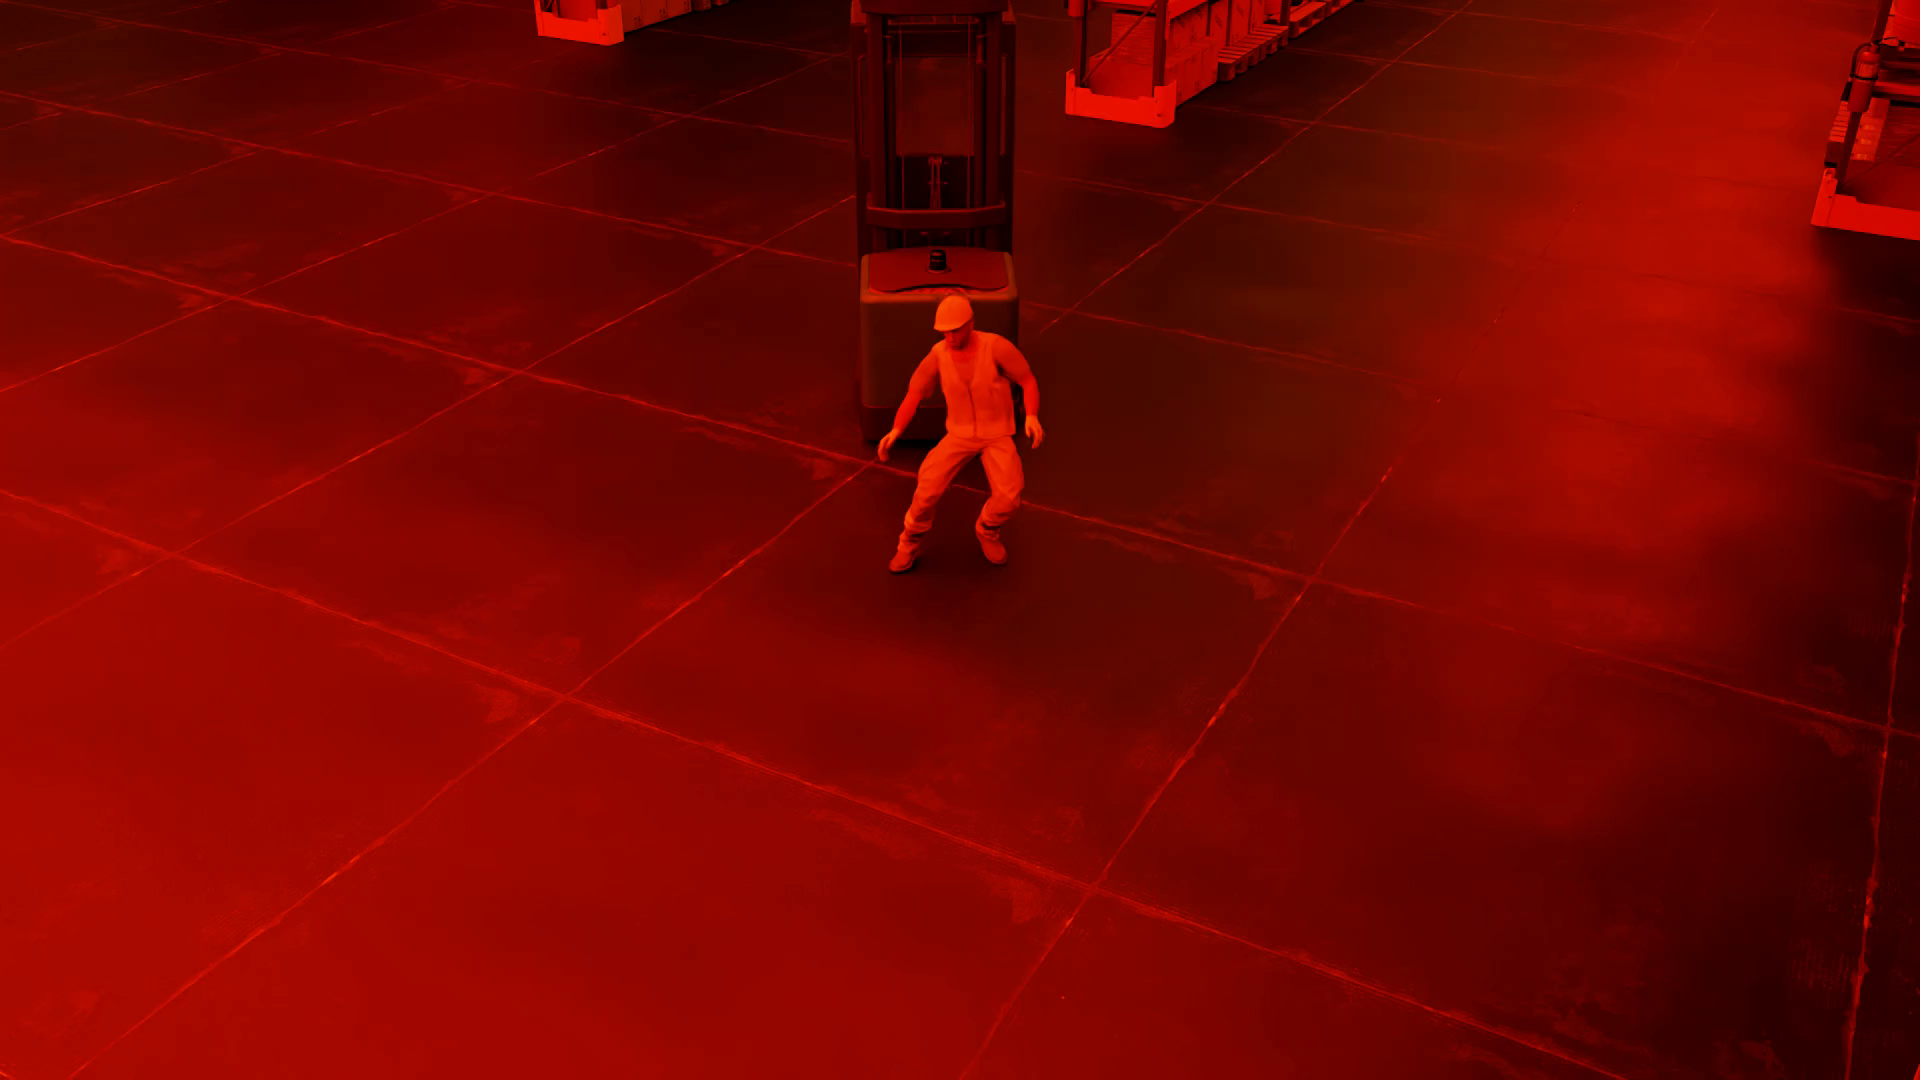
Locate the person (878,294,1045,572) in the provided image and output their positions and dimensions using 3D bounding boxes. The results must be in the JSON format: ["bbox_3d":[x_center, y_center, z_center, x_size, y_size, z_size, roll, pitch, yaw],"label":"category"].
[{"bbox_3d":[0.034,-0.565,9.366,0.907,1.624,0.632,5,30,8],"label":"person"}]

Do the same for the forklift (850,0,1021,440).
[{"bbox_3d":[-0.186,-2.632,11.631,1.130,2.935,3.031,-1,30,-2],"label":"forklift"}]
